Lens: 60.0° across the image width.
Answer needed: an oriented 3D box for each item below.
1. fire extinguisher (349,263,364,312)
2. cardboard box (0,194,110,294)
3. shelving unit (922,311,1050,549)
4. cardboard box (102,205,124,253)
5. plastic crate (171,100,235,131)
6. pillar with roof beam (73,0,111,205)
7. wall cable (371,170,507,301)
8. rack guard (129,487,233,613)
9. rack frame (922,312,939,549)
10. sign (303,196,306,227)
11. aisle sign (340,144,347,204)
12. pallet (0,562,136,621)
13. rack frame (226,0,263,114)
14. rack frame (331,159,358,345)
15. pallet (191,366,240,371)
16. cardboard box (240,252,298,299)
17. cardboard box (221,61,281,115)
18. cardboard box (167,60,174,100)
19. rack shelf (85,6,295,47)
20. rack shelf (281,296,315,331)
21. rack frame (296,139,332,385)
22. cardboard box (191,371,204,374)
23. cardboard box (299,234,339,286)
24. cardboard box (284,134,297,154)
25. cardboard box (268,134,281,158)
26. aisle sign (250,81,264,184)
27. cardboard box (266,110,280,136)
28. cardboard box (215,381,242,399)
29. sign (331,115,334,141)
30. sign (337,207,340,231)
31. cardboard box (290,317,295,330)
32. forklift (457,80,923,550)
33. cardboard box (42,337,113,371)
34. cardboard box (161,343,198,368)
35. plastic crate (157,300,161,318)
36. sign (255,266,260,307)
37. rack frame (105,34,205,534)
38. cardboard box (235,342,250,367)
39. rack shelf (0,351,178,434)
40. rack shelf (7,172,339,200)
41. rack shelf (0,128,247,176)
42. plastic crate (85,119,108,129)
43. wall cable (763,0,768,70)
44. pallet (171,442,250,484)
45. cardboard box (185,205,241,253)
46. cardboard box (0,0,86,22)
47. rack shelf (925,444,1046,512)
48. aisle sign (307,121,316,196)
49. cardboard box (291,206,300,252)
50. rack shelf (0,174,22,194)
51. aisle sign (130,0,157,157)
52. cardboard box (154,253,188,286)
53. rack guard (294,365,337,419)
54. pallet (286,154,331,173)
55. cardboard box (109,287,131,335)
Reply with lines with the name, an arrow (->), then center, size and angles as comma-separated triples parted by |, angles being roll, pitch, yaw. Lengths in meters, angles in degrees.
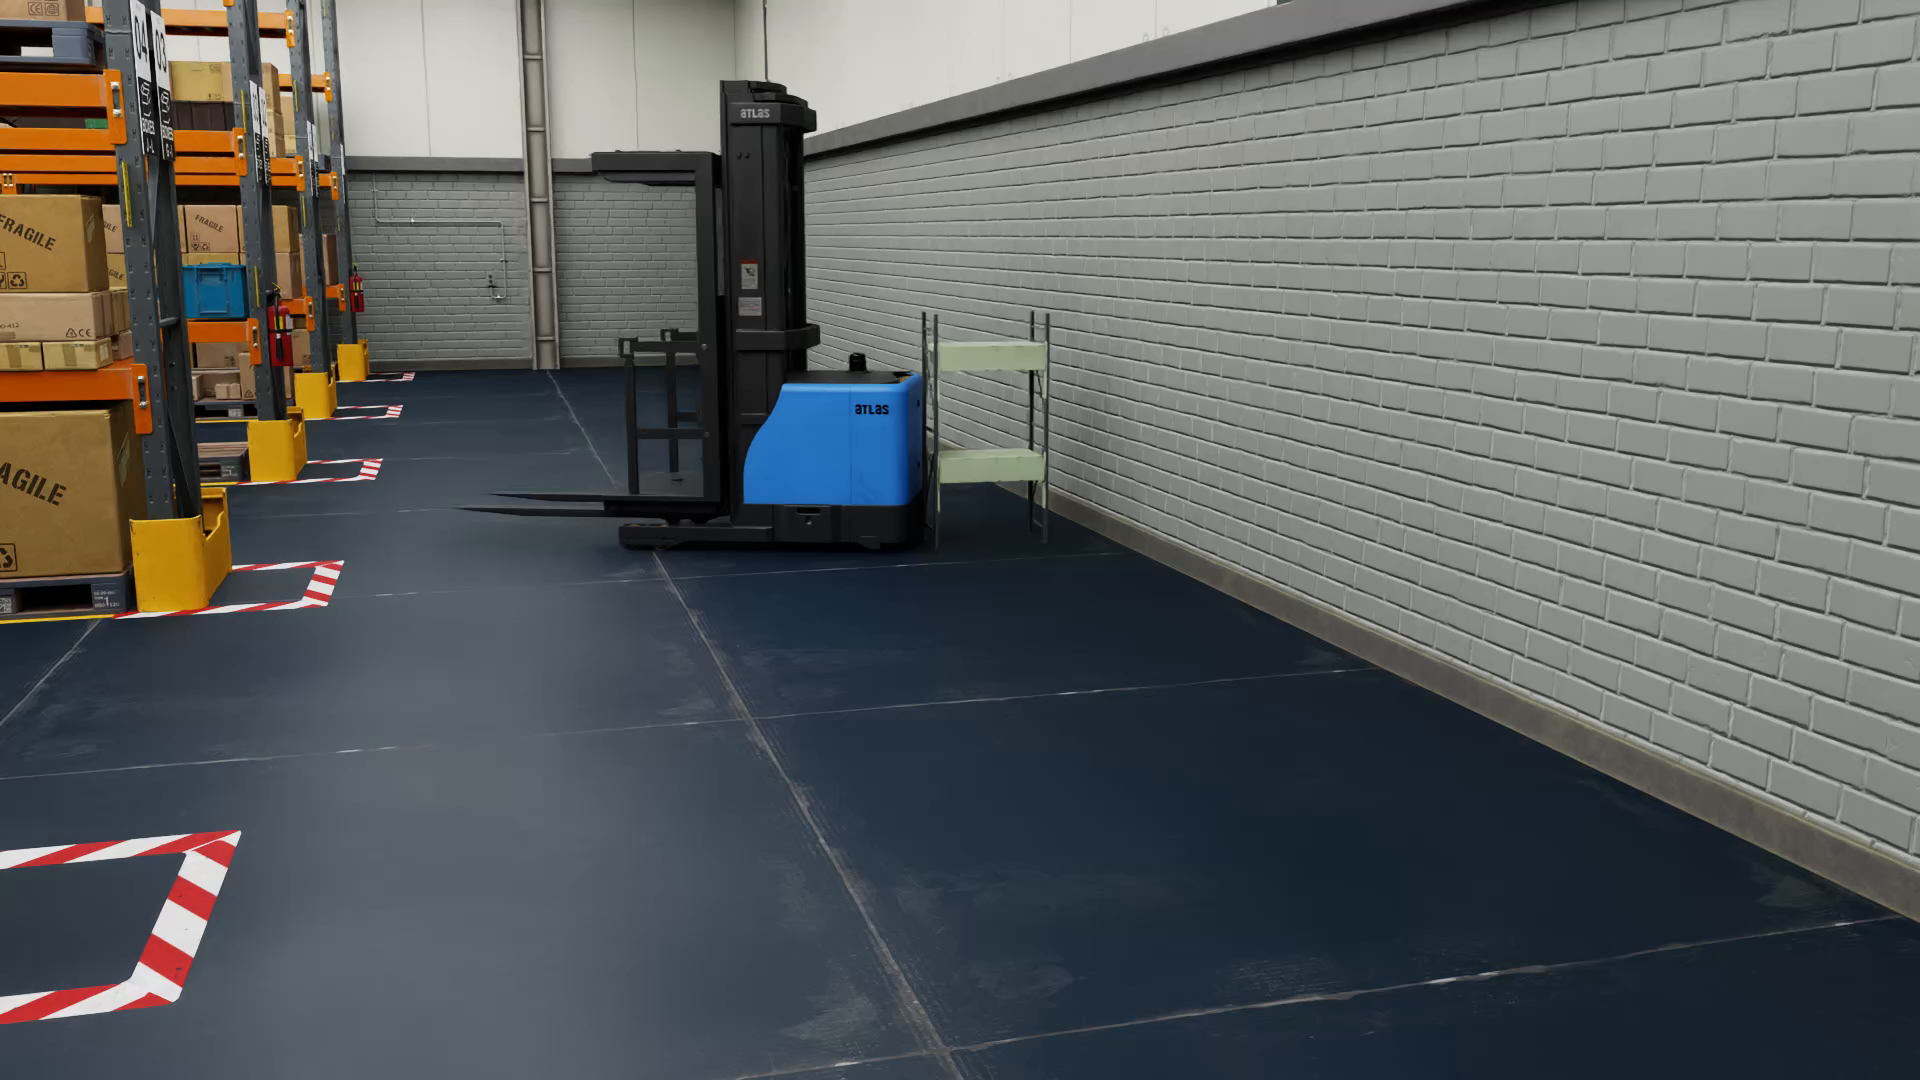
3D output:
fire extinguisher -> -8.317, -3.480, 22.908 | 0.183, 0.674, 0.296 | -3, 11, -16
cardboard box -> -4.832, -1.562, 8.766 | 0.500, 0.500, 0.500 | -3, 11, -15
shelving unit -> 0.163, -0.731, 10.873 | 0.755, 1.500, 0.431 | -2, 11, -13
cardboard box -> -9.028, -3.305, 17.676 | 0.500, 0.500, 0.500 | -3, 11, -14
plastic crate -> -6.270, -3.492, 13.804 | 0.590, 0.269, 0.497 | -3, 11, -16
pillar with roof beam -> -10.798, -5.959, 18.563 | 0.400, 9.000, 9.100 | -3, 11, -16
wall cable -> -7.626, -4.503, 24.415 | 1.851, 1.984, 0.084 | -3, 11, -16
rack guard -> -4.415, 0.037, 9.463 | 0.348, 0.500, 1.175 | -3, 11, -16
rack frame -> -0.194, -0.716, 10.792 | 0.023, 1.500, 0.400 | -2, 11, -13
sign -> -7.067, -3.540, 17.922 | 0.005, 0.325, 0.100 | -3, 11, -16
aisle sign -> -8.438, -5.004, 22.763 | 0.004, 0.787, 0.394 | -3, 11, -16
pallet -> -5.184, 0.235, 9.189 | 1.213, 0.211, 1.003 | -3, 11, -16
rack frame -> -5.822, -5.002, 13.364 | 0.127, 3.000, 1.000 | -3, 11, -16
rack frame -> -8.591, -3.774, 23.262 | 0.127, 3.000, 1.000 | -3, 11, -16
pallet -> -10.506, -2.287, 22.889 | 1.213, 0.211, 1.003 | -3, 11, -16
cardboard box -> -7.557, -2.892, 18.196 | 0.500, 0.500, 0.500 | -3, 11, -14
cardboard box -> -7.692, -4.900, 18.057 | 0.500, 0.500, 0.700 | -3, 11, -16
cardboard box -> -8.646, -4.846, 17.761 | 0.500, 0.500, 0.700 | -3, 11, -16
rack shelf -> -9.123, -5.407, 17.558 | 4.000, 0.370, 1.077 | -3, 11, -16
rack shelf -> -9.123, -2.458, 18.100 | 4.000, 0.370, 1.077 | -3, 11, -16
rack frame -> -7.203, -2.913, 18.585 | 0.127, 3.000, 1.000 | -3, 11, -16
cardboard box -> -8.765, -1.748, 18.638 | 0.500, 0.250, 0.500 | -3, 11, -16
cardboard box -> -9.078, -3.894, 23.085 | 0.700, 0.700, 0.980 | -3, 11, -13
cardboard box -> -9.220, -5.348, 22.505 | 0.500, 0.250, 0.500 | -3, 11, -14
cardboard box -> -7.623, -4.243, 17.937 | 0.500, 0.250, 0.500 | -3, 11, -16
aisle sign -> -5.671, -3.283, 13.415 | 0.004, 0.787, 0.394 | -3, 11, -16
cardboard box -> -7.625, -4.490, 17.900 | 0.500, 0.250, 0.500 | -3, 11, -16
cardboard box -> -8.070, -1.661, 18.393 | 0.250, 0.166, 0.380 | -3, 11, -16
sign -> -8.453, -5.551, 22.401 | 0.005, 0.325, 0.100 | -3, 11, -16
sign -> -8.453, -4.365, 22.619 | 0.005, 0.325, 0.100 | -3, 11, -16
cardboard box -> -9.308, -2.979, 22.897 | 0.250, 0.149, 0.380 | -3, 11, -17
forklift -> -1.780, -1.468, 10.925 | 3.031, 2.935, 1.130 | 1, 10, 5
cardboard box -> -4.688, -0.992, 8.844 | 0.250, 0.149, 0.380 | -3, 11, -15
cardboard box -> -10.708, -2.619, 22.733 | 0.500, 0.500, 0.700 | -3, 11, -15
plastic crate -> -6.554, -1.879, 13.530 | 0.243, 0.136, 0.396 | -3, 11, -16
sign -> -5.653, -2.037, 13.377 | 0.005, 0.325, 0.100 | -3, 11, -16
rack frame -> -4.438, -1.191, 9.230 | 0.127, 3.000, 1.000 | -3, 11, -16
cardboard box -> -9.716, -2.673, 23.026 | 0.500, 0.500, 0.700 | -3, 11, -16
rack shelf -> -6.358, -0.736, 8.745 | 4.000, 0.370, 1.077 | -3, 11, -16
rack shelf -> -10.511, -4.794, 22.506 | 4.000, 0.370, 1.077 | -3, 11, -16
rack shelf -> -7.742, -3.072, 13.151 | 4.000, 0.370, 1.077 | -3, 11, -16
plastic crate -> -6.689, -3.323, 13.114 | 0.336, 0.188, 0.450 | -3, 11, -16
wall cable -> -2.305, -7.435, 21.205 | 0.112, 2.526, 3.097 | -3, 11, -16
pallet -> -6.625, -0.645, 13.969 | 1.213, 0.211, 1.003 | -3, 11, -16
cardboard box -> -8.038, -3.358, 17.964 | 0.500, 0.500, 0.500 | -3, 11, -14
cardboard box -> -4.922, -2.935, 8.709 | 0.500, 0.500, 0.700 | -4, 11, -19
rack shelf -> 0.163, -0.410, 10.932 | 0.720, 0.370, 0.431 | -2, 11, -13
aisle sign -> -7.052, -4.142, 18.079 | 0.004, 0.787, 0.394 | -3, 11, -16
cardboard box -> -7.703, -3.477, 18.613 | 0.500, 0.500, 0.500 | -3, 11, -14
rack shelf -> -14.352, -4.592, 21.406 | 4.000, 0.370, 1.077 | -3, 11, -16
aisle sign -> -4.285, -2.421, 8.731 | 0.004, 0.787, 0.394 | -3, 11, -16
cardboard box -> -8.535, -2.841, 17.918 | 0.500, 0.500, 0.500 | -3, 11, -15
rack guard -> -7.276, -1.680, 18.791 | 0.348, 0.500, 1.175 | -3, 11, -16
pallet -> -9.301, -5.166, 22.784 | 1.213, 0.211, 1.003 | -3, 11, -16
cardboard box -> -4.974, -1.286, 9.339 | 0.500, 0.250, 0.500 | -3, 11, -17
